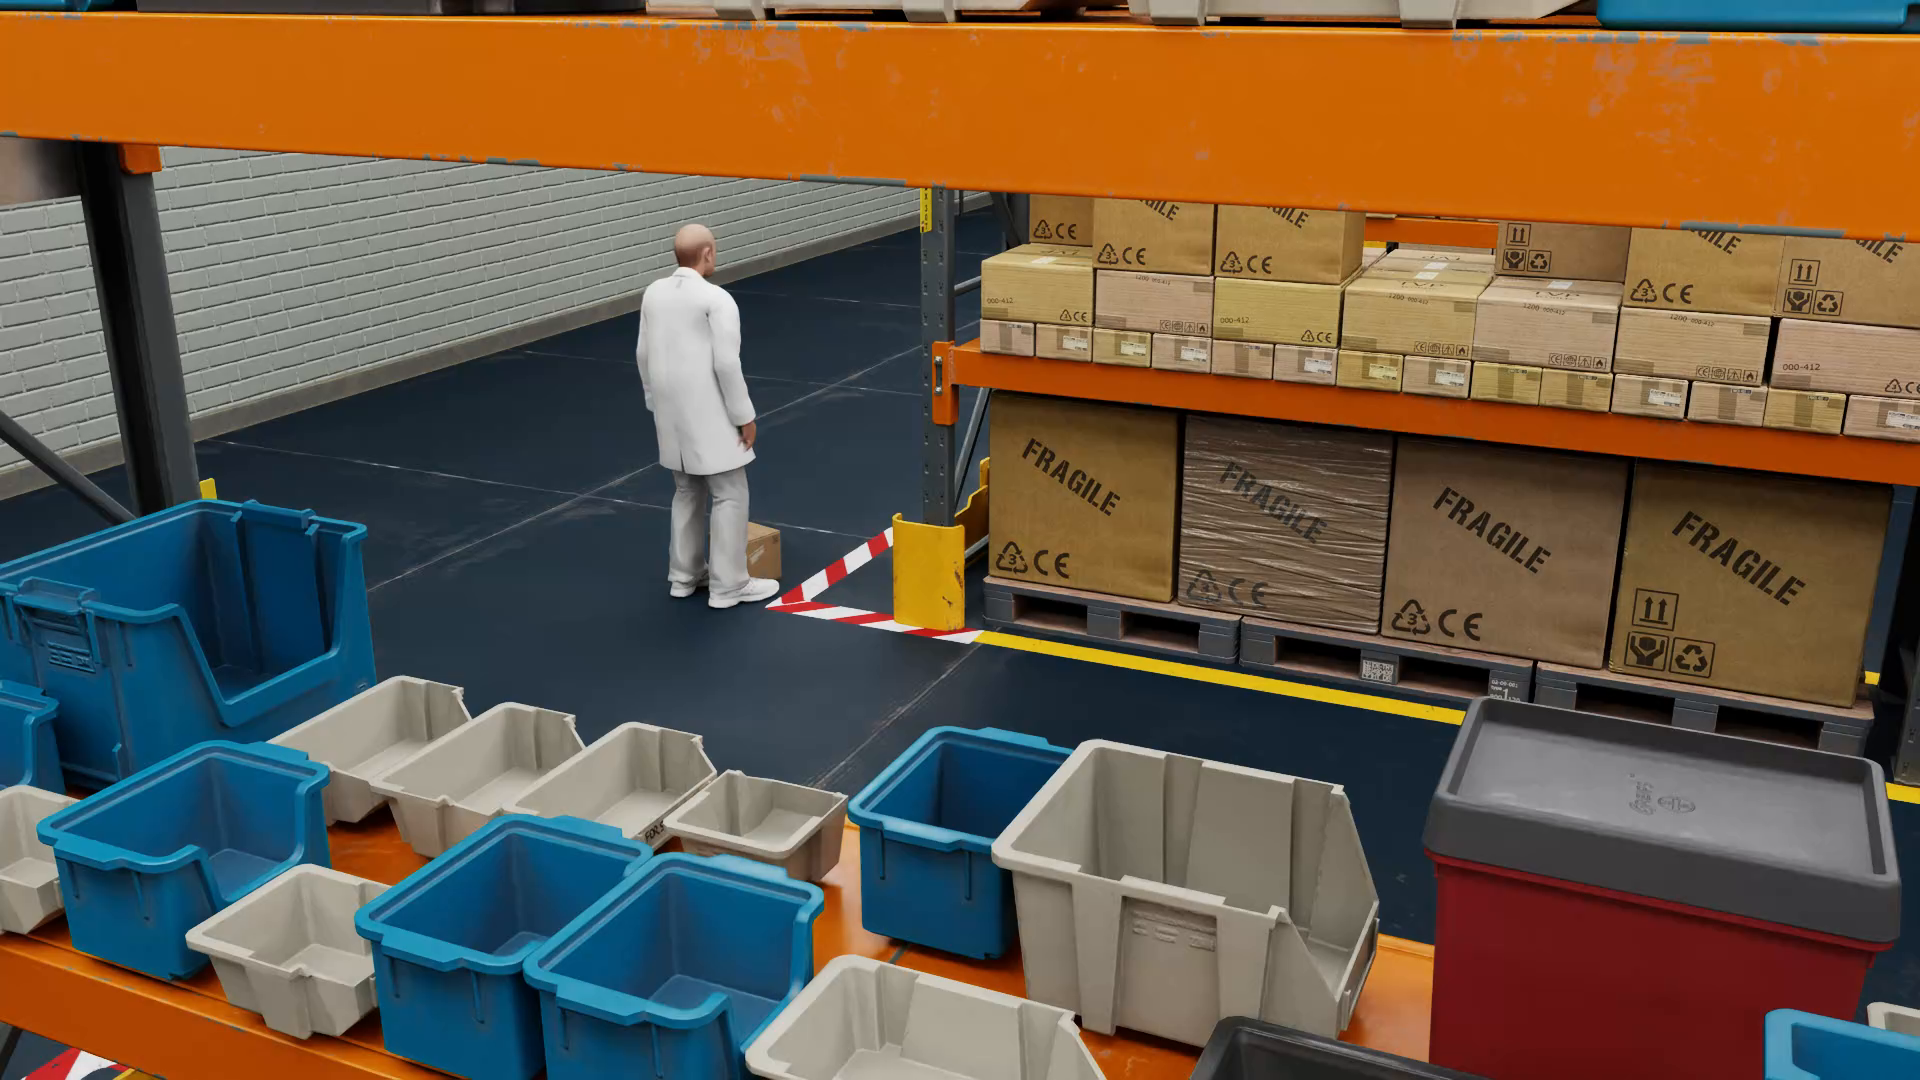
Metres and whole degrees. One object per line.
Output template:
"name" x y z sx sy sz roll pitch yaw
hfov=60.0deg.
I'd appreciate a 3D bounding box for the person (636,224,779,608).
"person" -1.219 -0.582 7.803 0.645 1.772 0.429 13 22 33
